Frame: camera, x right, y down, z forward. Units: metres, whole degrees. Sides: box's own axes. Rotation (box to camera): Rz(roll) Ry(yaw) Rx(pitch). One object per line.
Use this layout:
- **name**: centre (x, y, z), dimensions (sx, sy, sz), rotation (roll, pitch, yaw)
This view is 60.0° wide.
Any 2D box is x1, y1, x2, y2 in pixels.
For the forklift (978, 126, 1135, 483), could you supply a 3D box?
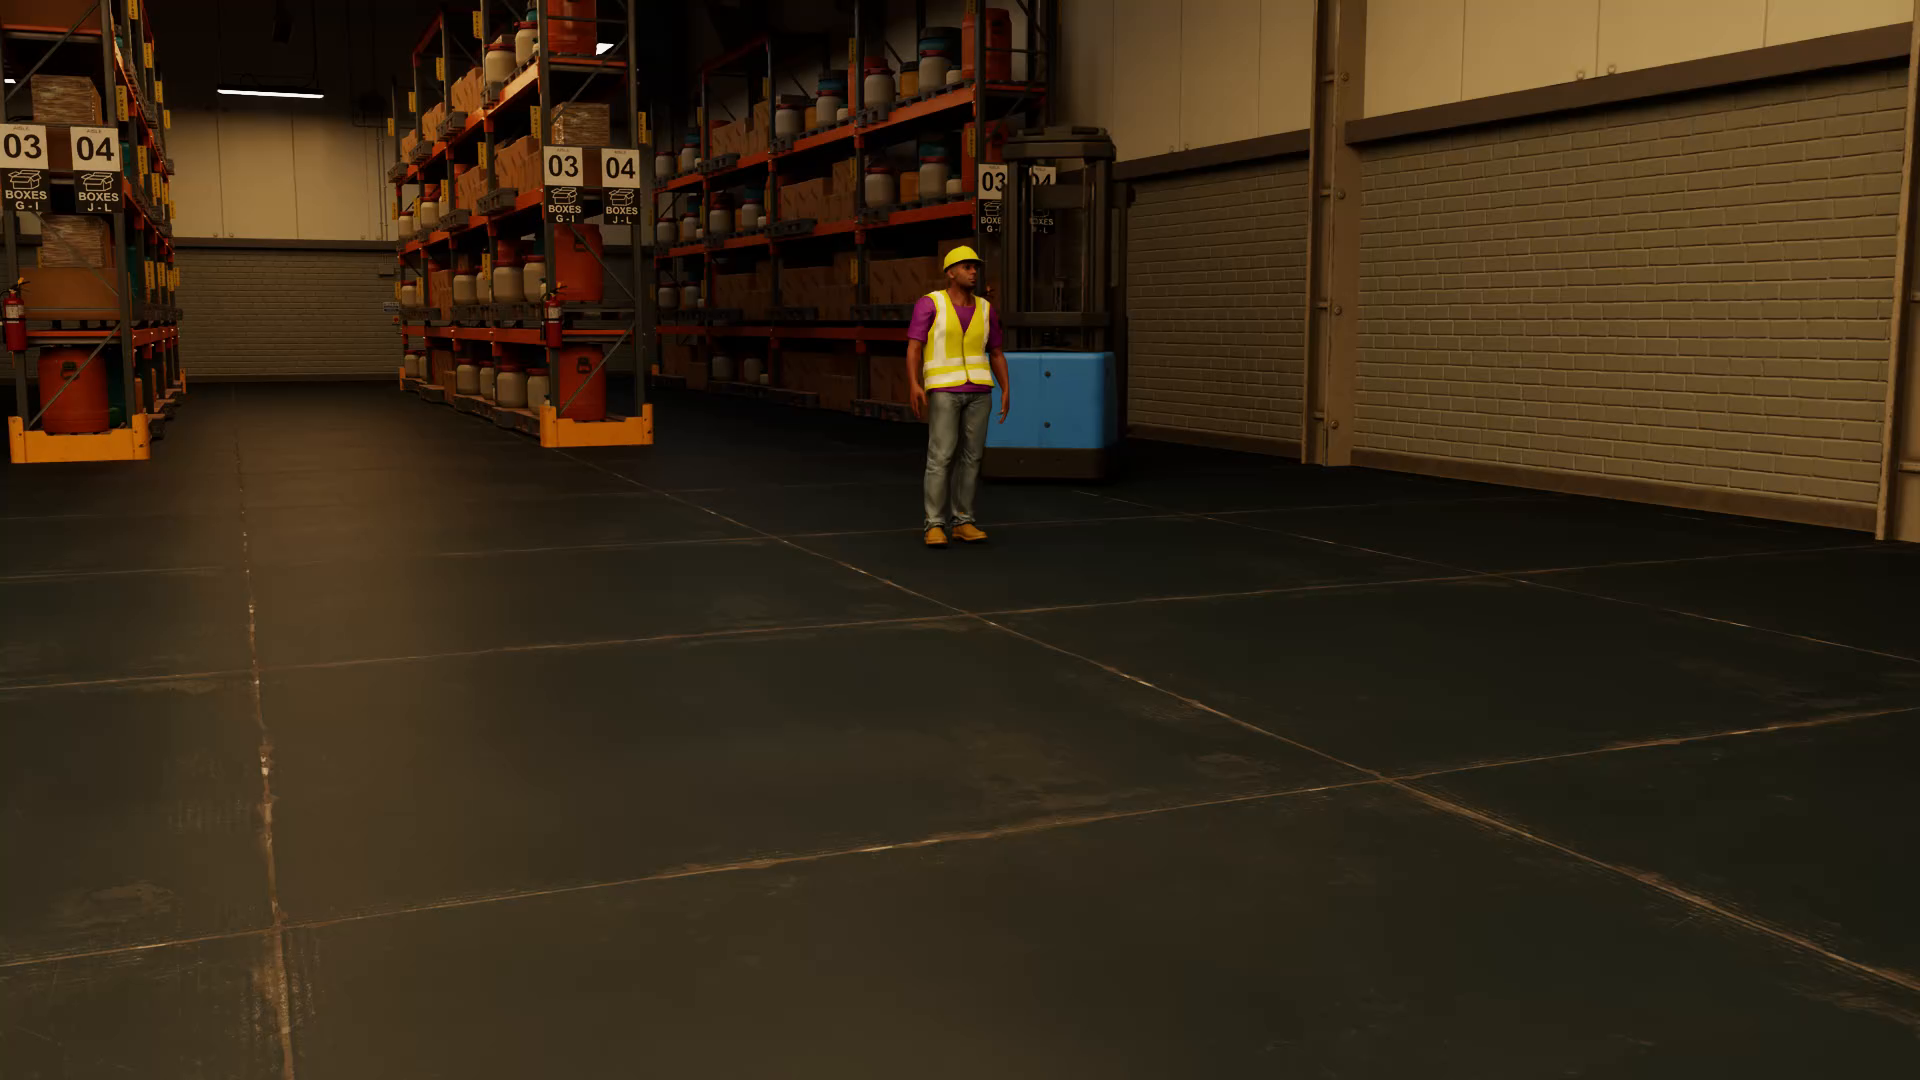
- **forklift**: centre (0.950, -2.077, 14.694), dimensions (1.130, 2.935, 3.031), rotation (2, 8, 12)

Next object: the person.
- **person**: centre (0.024, -0.874, 9.972), dimensions (0.666, 1.768, 0.575), rotation (-3, 8, -23)
